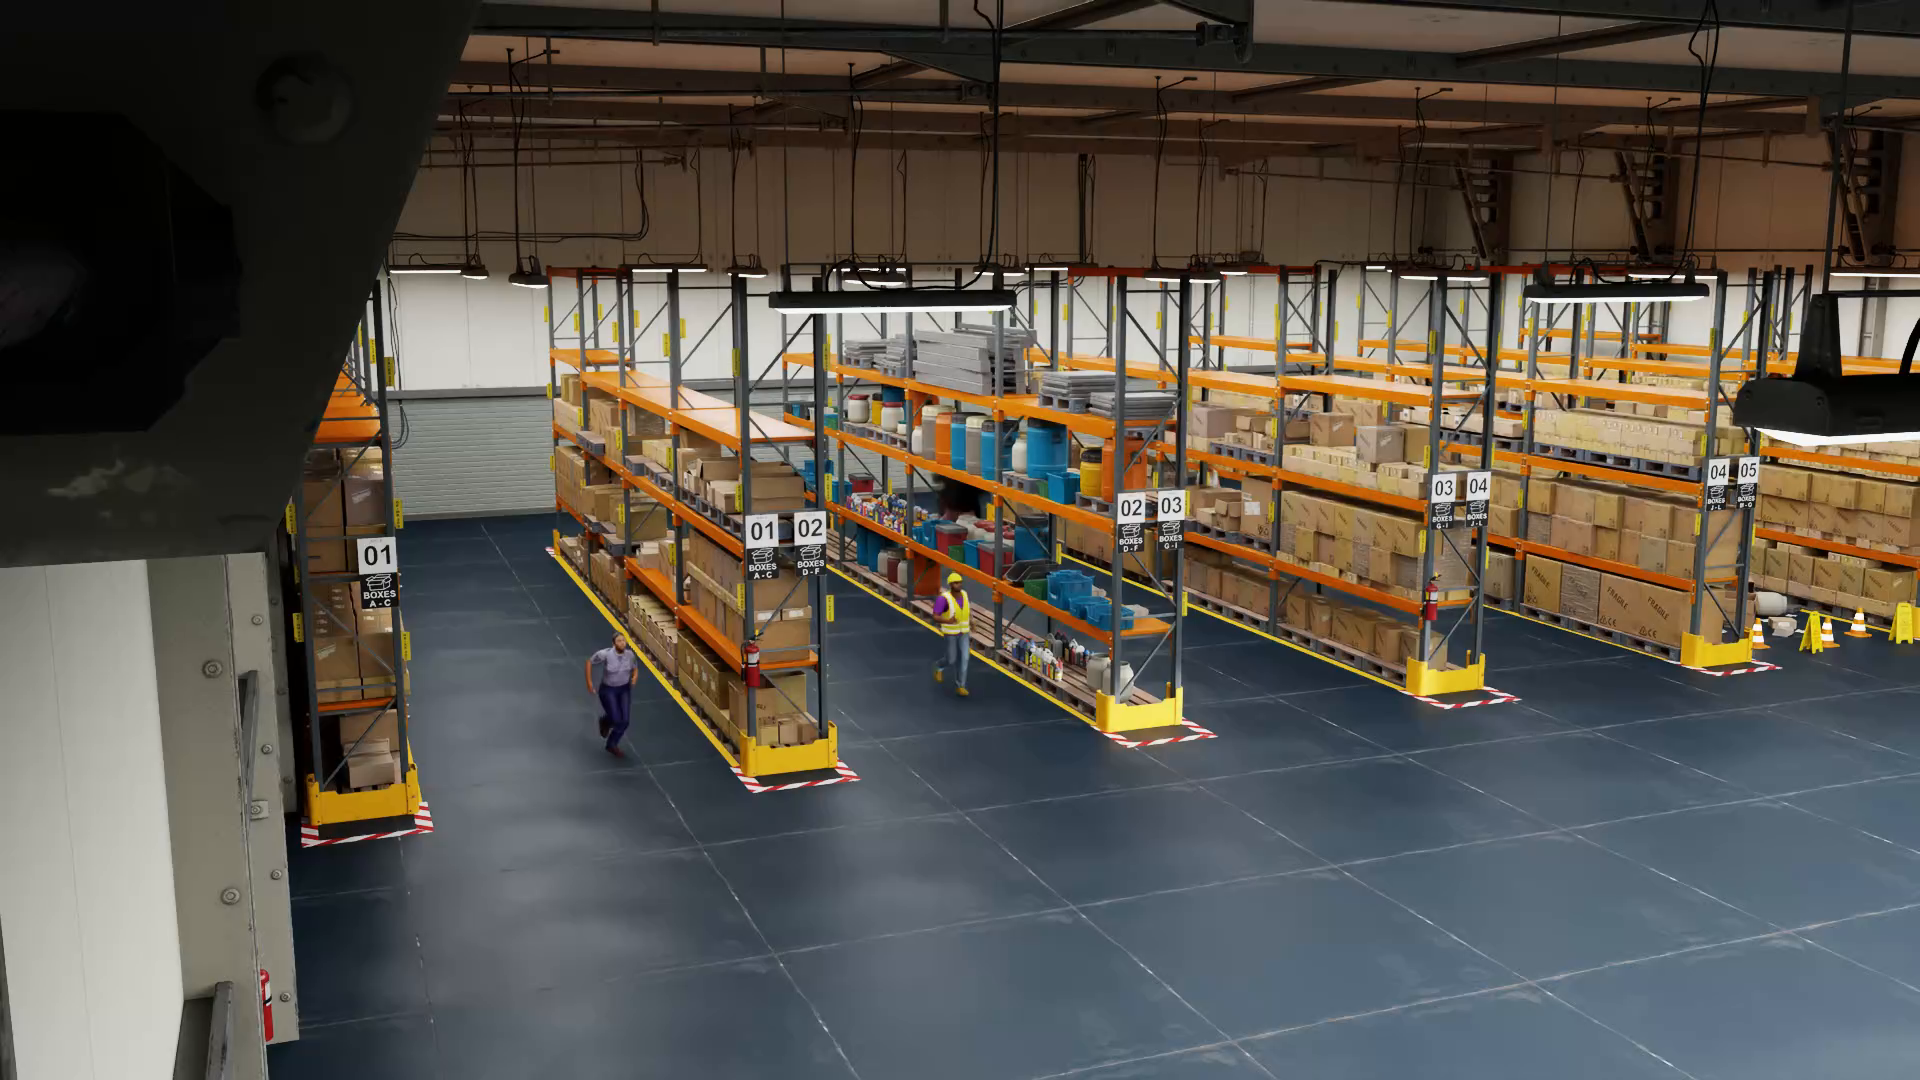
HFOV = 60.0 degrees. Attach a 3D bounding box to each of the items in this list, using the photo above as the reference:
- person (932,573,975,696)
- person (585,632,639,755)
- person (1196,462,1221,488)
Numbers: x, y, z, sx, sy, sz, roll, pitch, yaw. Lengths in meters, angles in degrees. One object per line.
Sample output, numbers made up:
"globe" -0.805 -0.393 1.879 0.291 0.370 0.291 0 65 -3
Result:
"person" -0.091 1.328 23.969 0.715 1.741 0.822 -6 12 -31
"person" -4.343 1.950 20.998 0.645 1.589 0.623 -8 13 -38
"person" 5.466 -0.919 36.719 0.671 1.797 1.001 -3 10 -19
